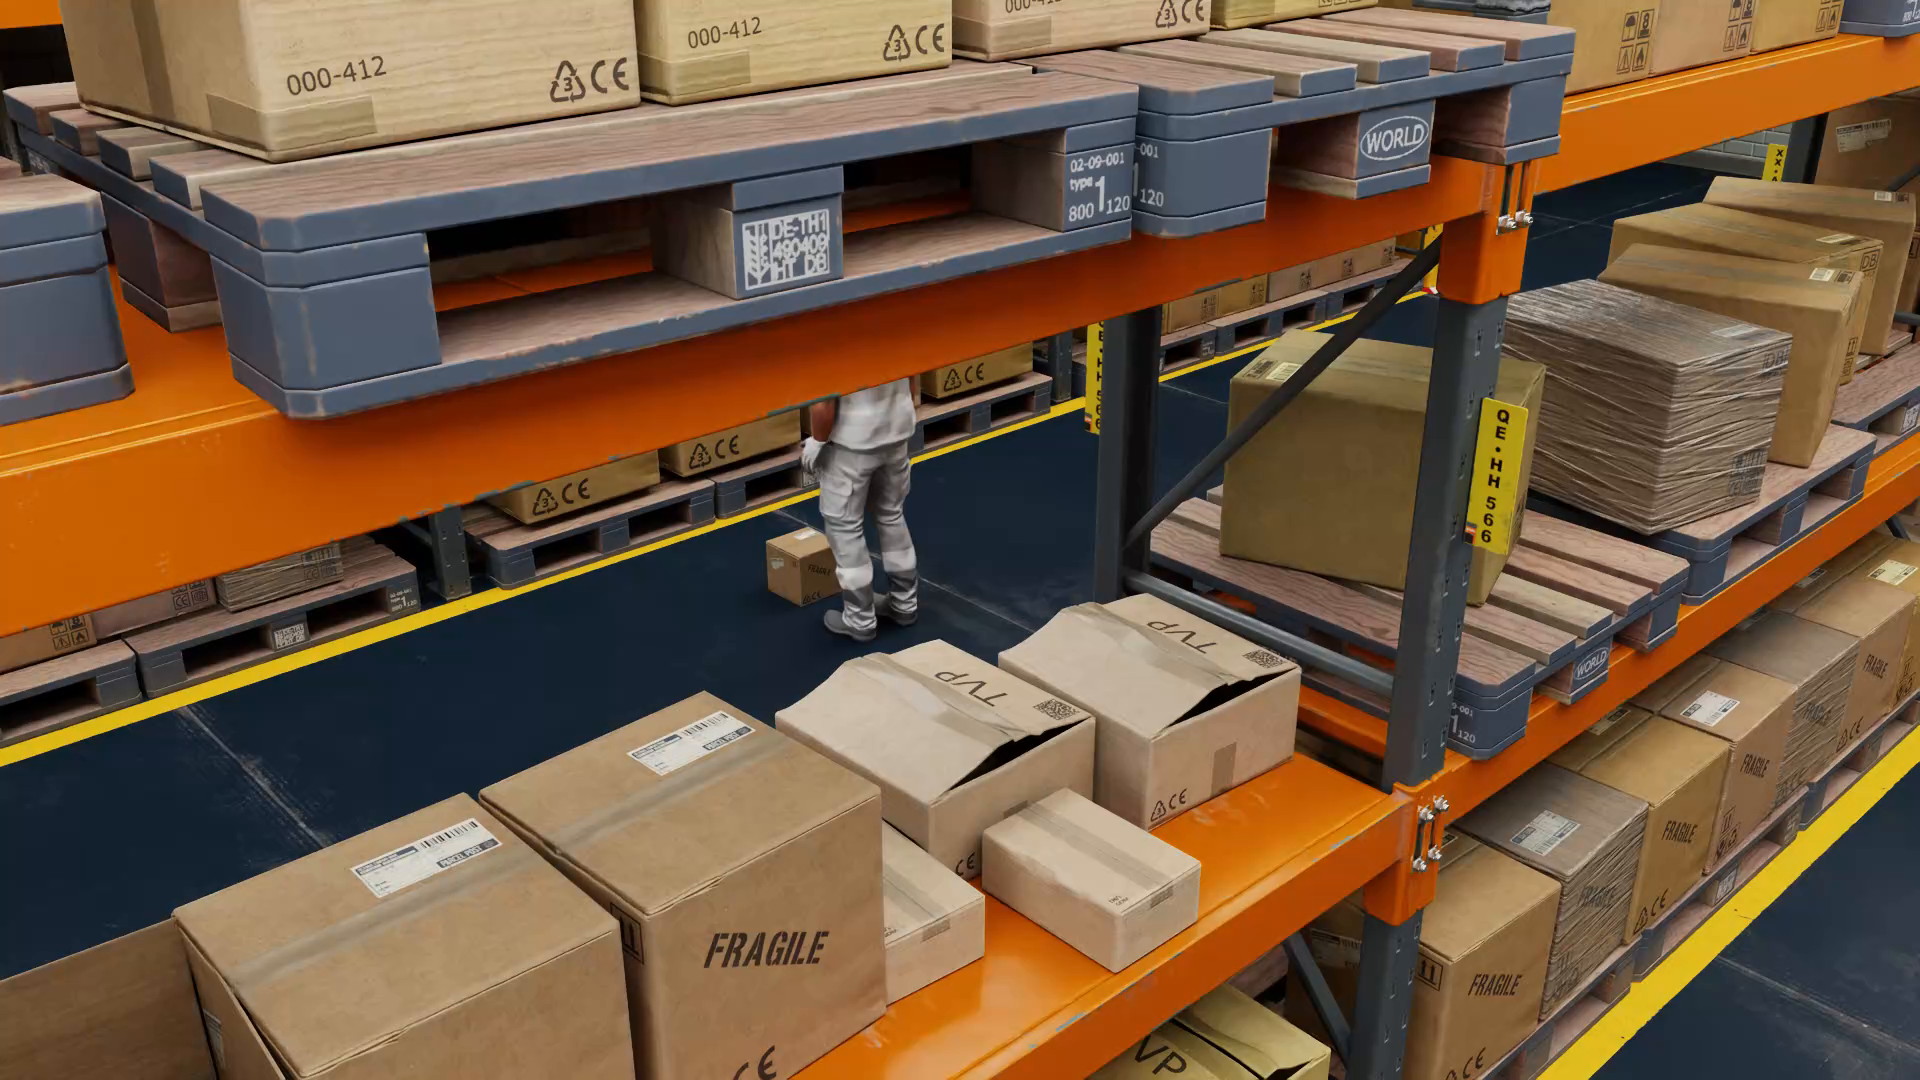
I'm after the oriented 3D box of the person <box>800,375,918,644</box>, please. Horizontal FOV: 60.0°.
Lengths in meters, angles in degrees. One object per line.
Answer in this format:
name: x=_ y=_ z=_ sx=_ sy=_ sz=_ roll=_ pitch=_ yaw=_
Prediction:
person: x=-0.411 y=-0.427 z=7.045 sx=0.530 sy=1.773 sz=0.371 roll=-20 pitch=31 yaw=-38
